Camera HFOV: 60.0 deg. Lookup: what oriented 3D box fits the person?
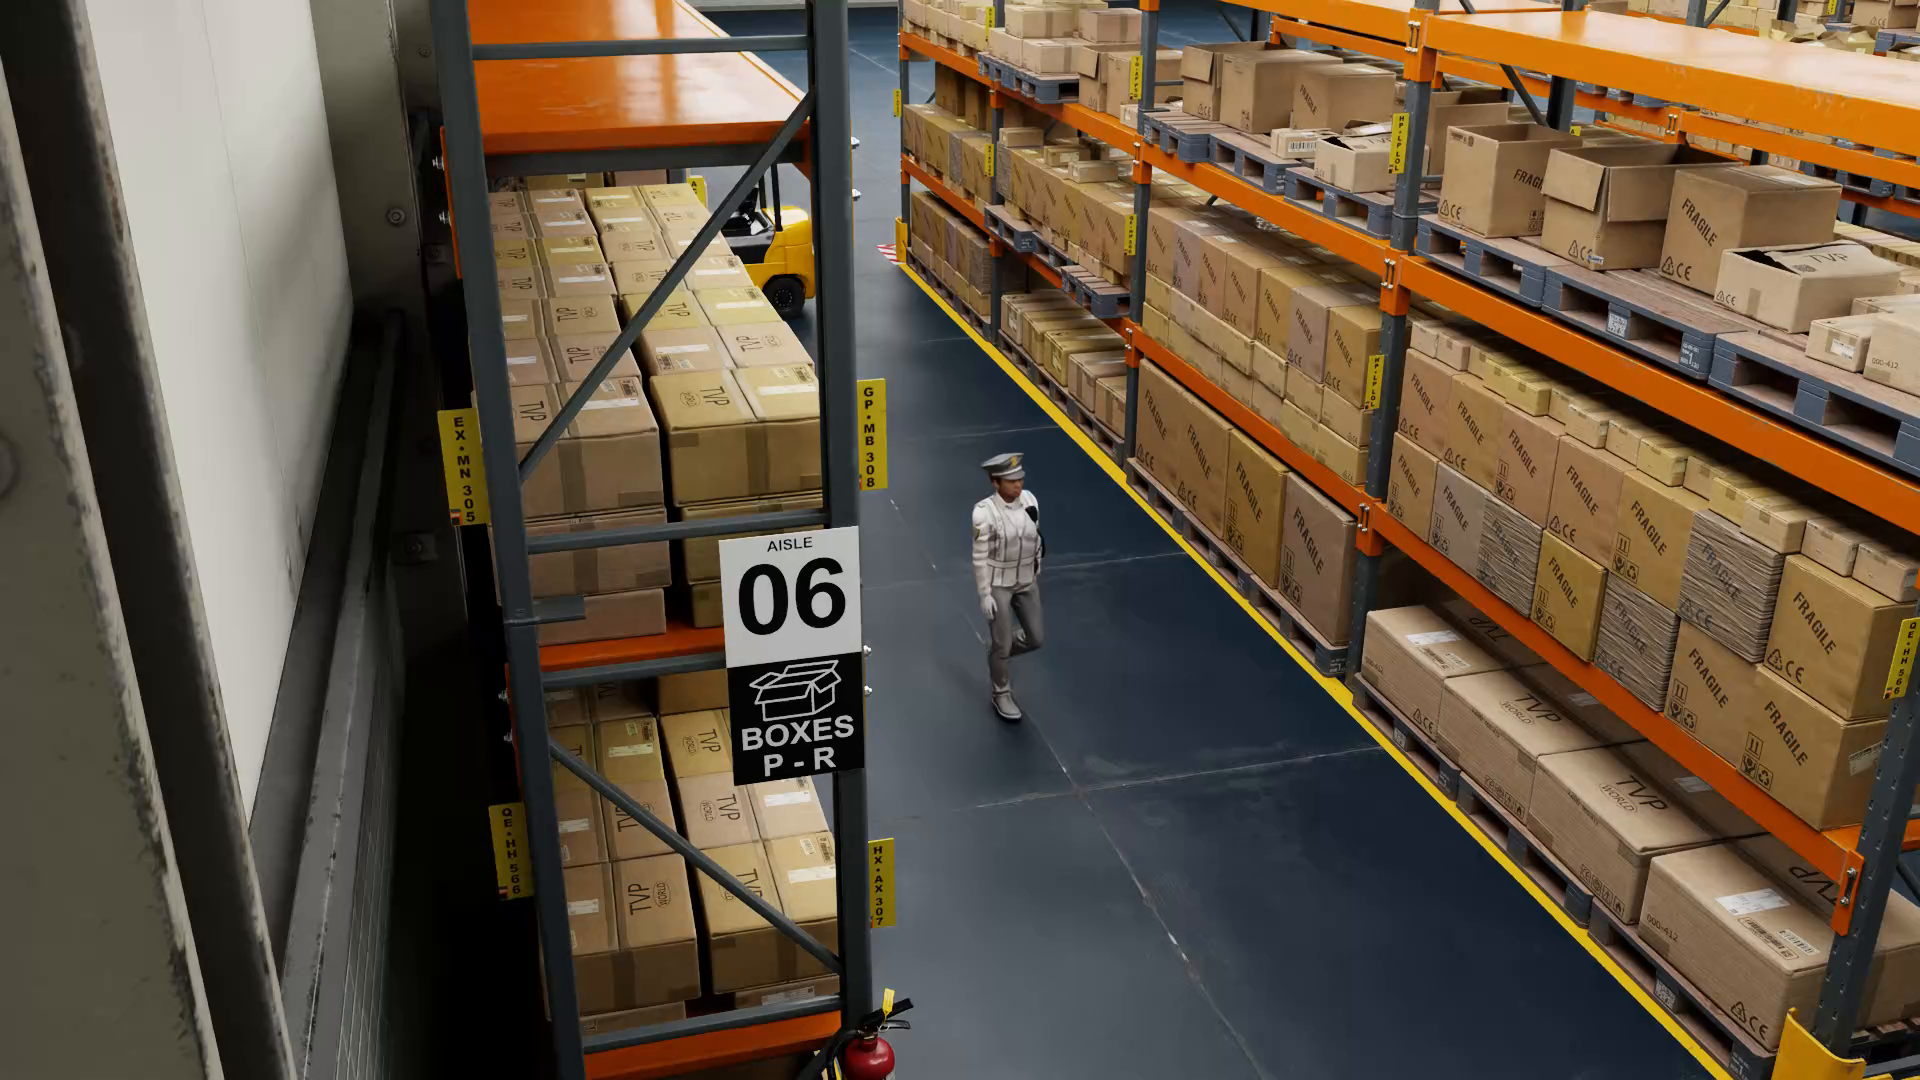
[{"bbox_3d":[2.363,-1.501,13.469,7.935,2.202,5.089,-13,26,-27],"label":"person"}]
